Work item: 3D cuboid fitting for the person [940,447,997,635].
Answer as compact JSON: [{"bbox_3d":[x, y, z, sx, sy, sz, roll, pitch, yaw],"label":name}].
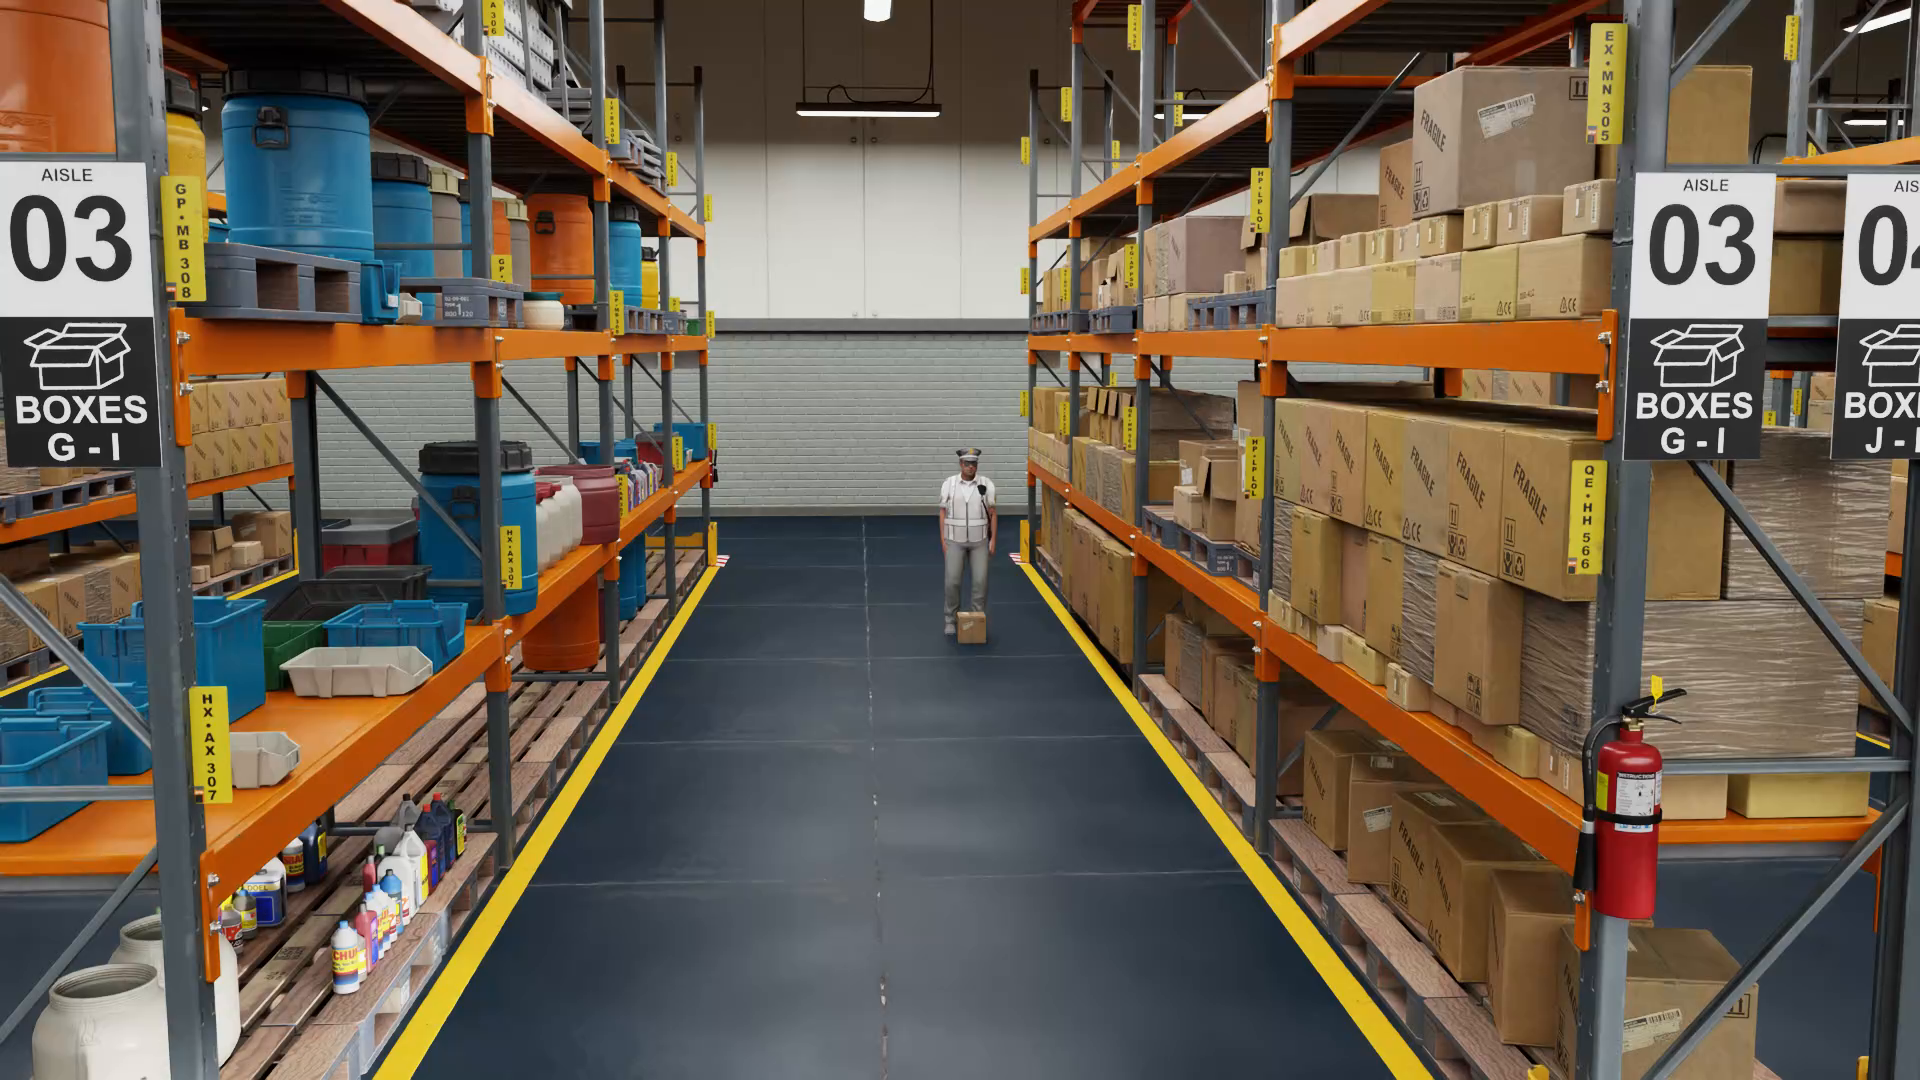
[{"bbox_3d":[0.080,0.026,15.675,0.539,1.800,0.392,0,7,-3],"label":"person"}]
